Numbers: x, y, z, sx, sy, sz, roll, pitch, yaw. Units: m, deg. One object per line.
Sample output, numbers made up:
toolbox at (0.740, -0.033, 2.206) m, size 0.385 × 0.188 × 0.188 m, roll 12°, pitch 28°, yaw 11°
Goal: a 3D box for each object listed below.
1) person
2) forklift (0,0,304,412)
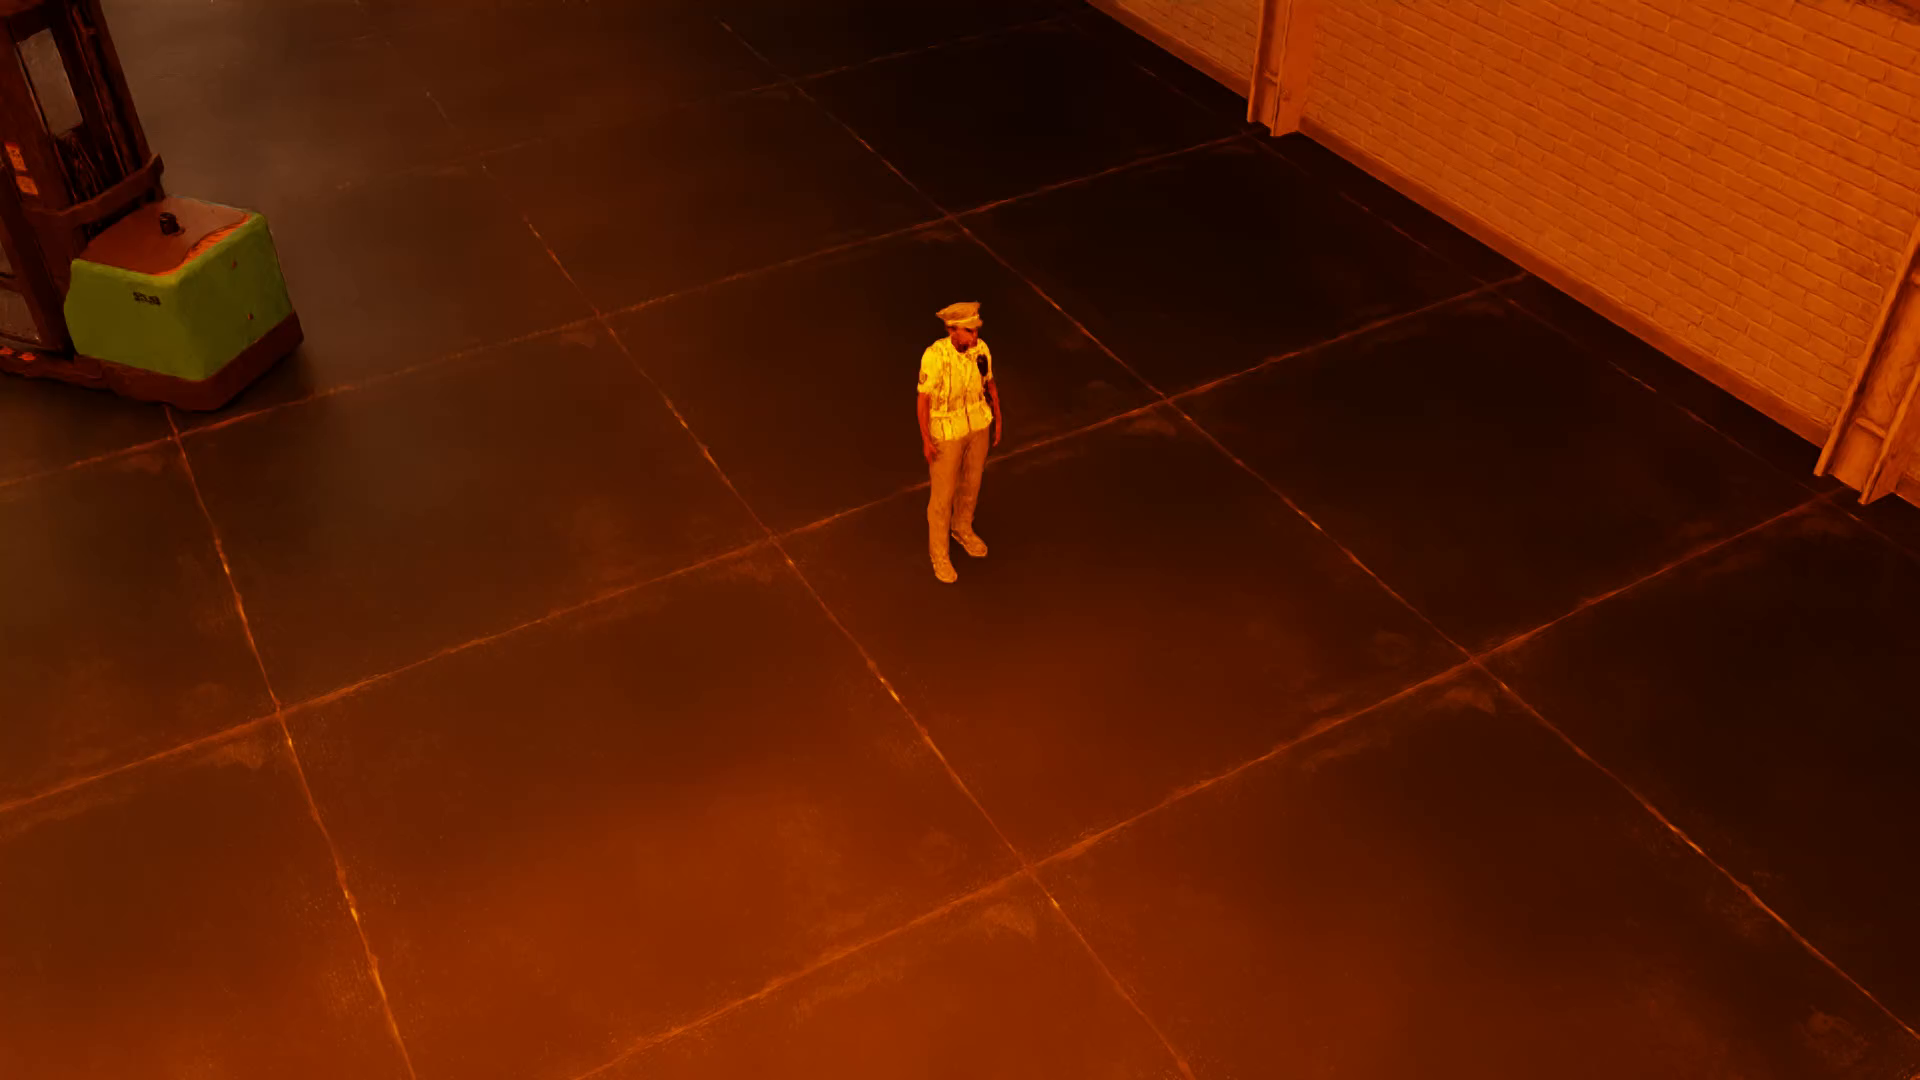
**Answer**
person at (0.021, -0.609, 9.729) m, size 0.570 × 1.693 × 0.529 m, roll -20°, pitch 44°, yaw -23°
forklift at (-6.296, -2.579, 11.145) m, size 3.031 × 2.935 × 1.130 m, roll 13°, pitch 42°, yaw 16°
